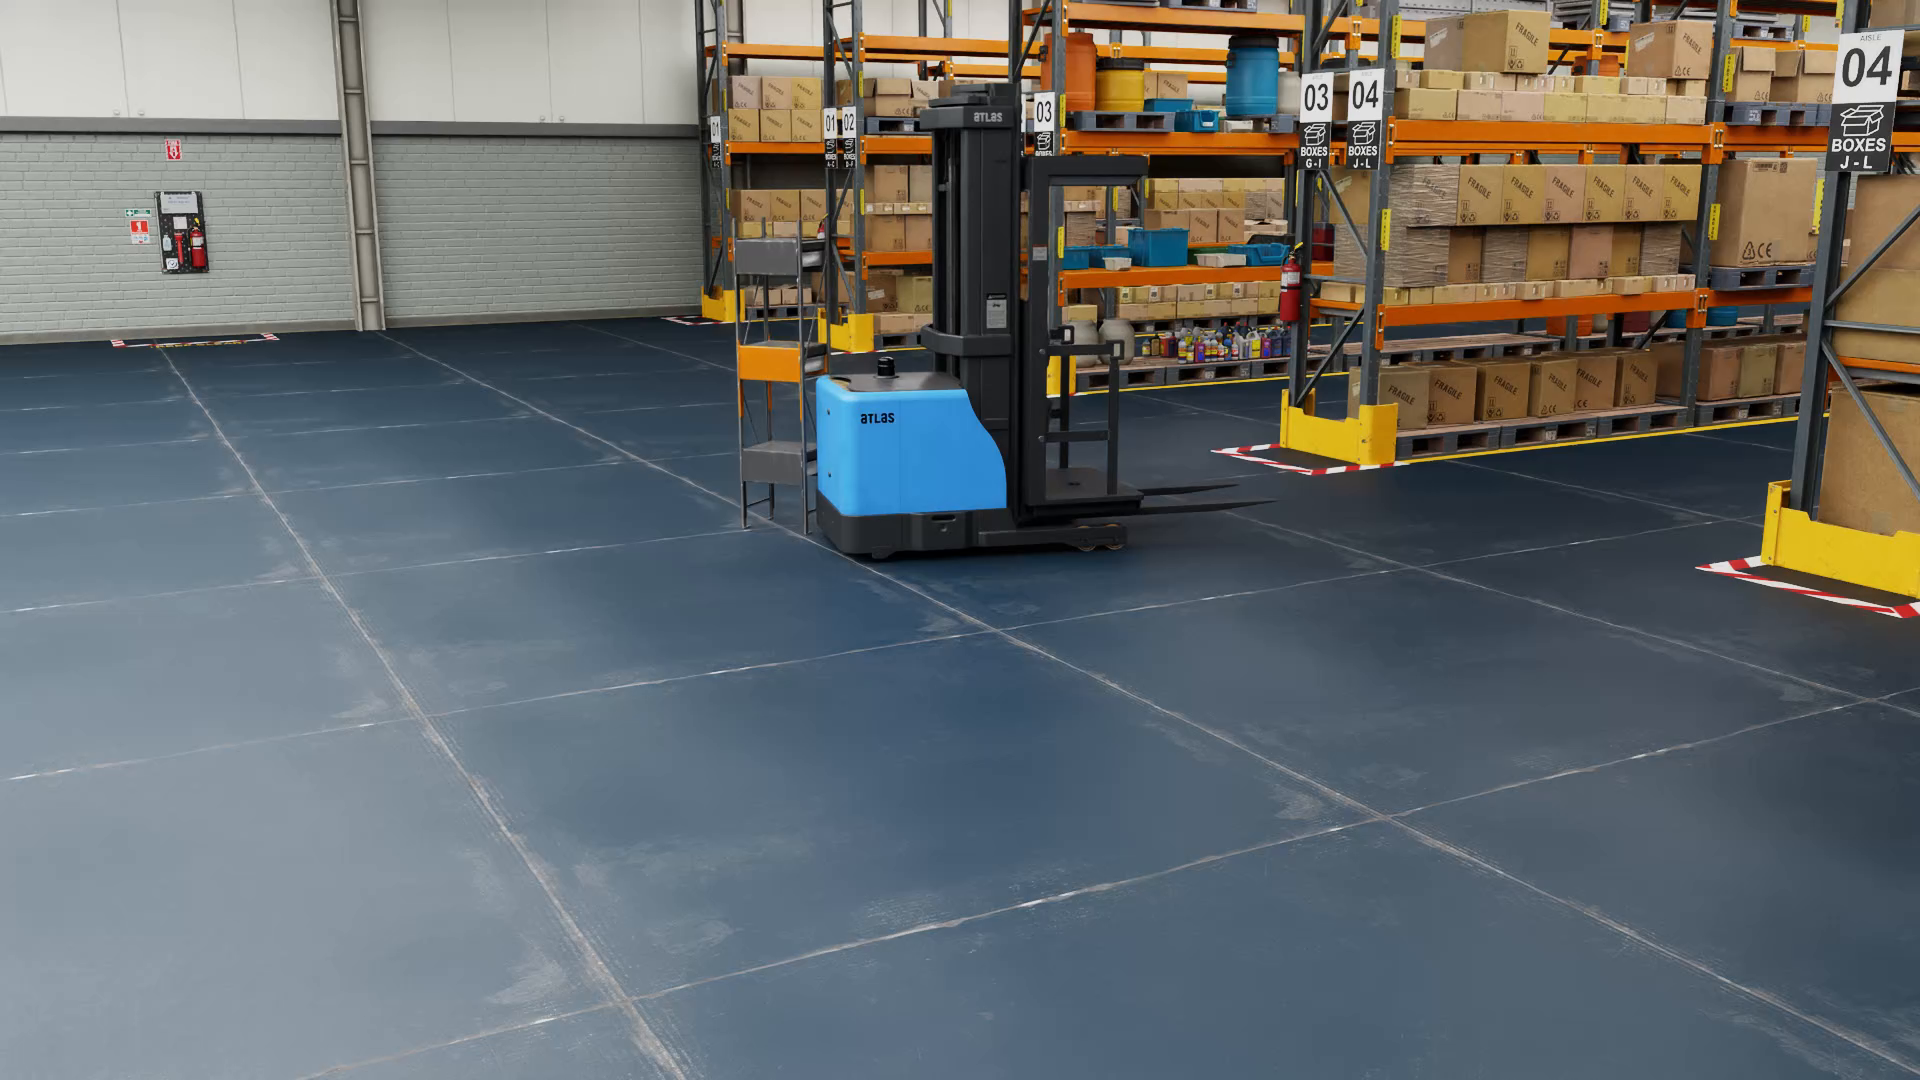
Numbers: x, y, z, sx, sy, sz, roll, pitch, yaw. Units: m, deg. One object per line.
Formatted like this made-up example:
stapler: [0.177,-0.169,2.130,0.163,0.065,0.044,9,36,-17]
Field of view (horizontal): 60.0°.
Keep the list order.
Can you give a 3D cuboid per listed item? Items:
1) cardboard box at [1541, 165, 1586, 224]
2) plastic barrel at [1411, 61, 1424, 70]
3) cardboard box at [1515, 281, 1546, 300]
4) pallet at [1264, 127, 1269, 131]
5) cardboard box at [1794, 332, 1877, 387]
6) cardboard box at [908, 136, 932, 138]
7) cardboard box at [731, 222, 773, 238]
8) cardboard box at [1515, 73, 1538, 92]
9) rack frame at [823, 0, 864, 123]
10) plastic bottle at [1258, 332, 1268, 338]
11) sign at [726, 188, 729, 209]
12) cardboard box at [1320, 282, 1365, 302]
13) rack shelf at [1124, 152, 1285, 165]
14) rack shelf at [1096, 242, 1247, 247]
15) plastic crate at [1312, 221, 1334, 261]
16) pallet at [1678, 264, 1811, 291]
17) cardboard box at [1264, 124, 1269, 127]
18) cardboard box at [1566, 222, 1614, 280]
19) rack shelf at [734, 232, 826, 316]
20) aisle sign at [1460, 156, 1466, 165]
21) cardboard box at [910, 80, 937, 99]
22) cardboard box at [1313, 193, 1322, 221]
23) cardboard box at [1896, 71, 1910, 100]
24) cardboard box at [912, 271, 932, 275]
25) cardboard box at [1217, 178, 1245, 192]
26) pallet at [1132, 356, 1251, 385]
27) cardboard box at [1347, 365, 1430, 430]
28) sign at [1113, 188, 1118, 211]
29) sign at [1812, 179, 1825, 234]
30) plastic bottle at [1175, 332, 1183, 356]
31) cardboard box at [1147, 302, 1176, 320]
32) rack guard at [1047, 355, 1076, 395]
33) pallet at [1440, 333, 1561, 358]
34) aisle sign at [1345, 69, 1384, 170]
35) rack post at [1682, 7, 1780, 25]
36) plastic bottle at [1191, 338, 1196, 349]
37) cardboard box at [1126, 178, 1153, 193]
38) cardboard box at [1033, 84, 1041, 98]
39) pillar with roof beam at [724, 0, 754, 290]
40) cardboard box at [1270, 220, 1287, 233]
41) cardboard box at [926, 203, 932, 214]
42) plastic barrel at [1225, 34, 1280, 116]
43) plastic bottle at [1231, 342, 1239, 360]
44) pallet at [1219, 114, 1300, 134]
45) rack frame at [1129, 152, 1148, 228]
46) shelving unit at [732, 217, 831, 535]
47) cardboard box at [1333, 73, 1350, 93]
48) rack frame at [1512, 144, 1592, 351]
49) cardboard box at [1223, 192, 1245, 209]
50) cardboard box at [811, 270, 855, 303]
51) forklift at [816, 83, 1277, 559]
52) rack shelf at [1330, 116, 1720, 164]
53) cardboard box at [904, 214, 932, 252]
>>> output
cardboard box: [5.122,-3.047,14.635,0.500,0.500,0.500,-7,14,-28]
plastic barrel: [5.821,-5.518,20.825,0.708,0.901,0.600,-7,14,-28]
cardboard box: [4.920,-2.203,14.638,0.250,0.149,0.380,-7,14,-28]
pallet: [3.938,-6.118,25.059,1.213,0.211,1.003,-6,14,-25]
cardboard box: [9.155,-1.904,17.428,0.500,0.500,0.700,-8,15,-33]
cardboard box: [-0.744,-6.908,27.866,0.500,0.500,0.500,-6,14,-26]
cardboard box: [-3.347,-4.993,26.758,0.500,0.250,0.500,-7,15,-29]
cardboard box: [4.703,-3.902,14.216,0.250,0.149,0.380,-8,15,-30]
rack frame: [-1.551,-7.039,21.889,0.127,3.000,1.000,-7,14,-28]
plastic bottle: [3.642,-2.346,19.902,0.135,0.276,0.152,-7,14,-28]
sign: [-3.668,-5.384,26.228,0.005,0.325,0.100,-7,14,-28]
cardboard box: [3.344,-2.149,14.400,0.250,0.149,0.380,-7,14,-28]
rack shelf: [4.850,-7.230,31.212,4.000,0.370,1.077,-7,14,-28]
rack shelf: [3.716,-4.392,25.431,4.000,0.370,1.077,-7,14,-28]
plastic crate: [4.609,-3.719,20.655,0.583,0.464,0.402,-7,14,-28]
pallet: [7.444,-2.582,16.186,1.213,0.211,1.003,-7,14,-28]
cardboard box: [4.648,-6.431,25.407,0.500,0.250,0.500,-6,14,-26]
cardboard box: [5.432,-2.664,15.208,0.500,0.500,0.875,-7,14,-28]
rack shelf: [-1.191,-1.788,11.141,0.480,0.518,0.431,5,14,24]
aisle sign: [10.323,-7.967,33.758,0.004,0.787,0.394,-7,14,-28]
cardboard box: [-0.727,-7.392,27.739,0.500,0.500,0.500,-8,15,-33]
cardboard box: [5.970,-5.295,26.621,0.700,0.500,0.500,11,17,41]
cardboard box: [9.029,-4.596,16.503,0.500,0.500,0.500,-7,14,-27]
cardboard box: [-0.352,-3.563,23.707,0.500,0.500,0.500,-7,14,-28]
cardboard box: [4.970,-6.640,31.124,0.500,0.250,0.500,-7,15,-29]
pallet: [2.649,-2.025,19.628,1.213,0.211,1.003,-7,14,-28]
cardboard box: [3.749,-1.250,14.569,0.500,0.500,0.500,-4,13,-17]
sign: [2.227,-4.887,23.839,0.005,0.325,0.100,-7,14,-28]
sign: [5.232,-2.022,10.086,0.005,0.325,0.100,-7,14,-28]
plastic bottle: [2.577,-2.356,19.948,0.135,0.276,0.152,-7,15,-29]
cardboard box: [2.882,-3.444,24.887,0.500,0.250,0.500,-6,14,-26]
rack guard: [0.863,-1.954,18.654,0.348,0.500,1.175,-7,14,-28]
pallet: [7.143,-2.564,22.021,1.213,0.211,1.003,-7,14,-28]
aisle sign: [3.282,-3.406,13.492,0.004,0.787,0.394,-7,14,-28]
rack post: [10.598,-7.227,22.896,0.954,0.300,0.937,-7,15,-29]
plastic bottle: [2.817,-2.319,19.954,0.097,0.201,0.097,0,13,0]
cardboard box: [3.368,-6.575,30.833,0.500,0.250,0.500,-6,14,-26]
cardboard box: [1.392,-6.316,24.006,0.500,0.500,0.500,-6,14,-23]
pillar with roof beam: [-1.665,-7.403,23.511,0.400,9.000,9.100,-7,14,-28]
cardboard box: [5.131,-4.880,26.164,0.500,0.311,0.500,-6,14,-24]
cardboard box: [-0.431,-4.557,22.822,0.250,0.149,0.380,-7,14,-29]
plastic barrel: [3.405,-5.406,19.370,0.708,0.901,0.600,-7,14,-28]
plastic bottle: [3.216,-2.215,19.493,0.097,0.201,0.097,0,13,0]
pallet: [3.744,-4.854,19.444,1.003,0.211,1.213,-7,14,-28]
rack frame: [3.094,-5.908,30.527,0.127,3.000,1.000,-7,14,-28]
shelving unit: [-1.190,-1.118,11.291,0.503,2.100,0.431,5,14,24]
cardboard box: [3.287,-3.876,14.103,0.250,0.149,0.380,-7,14,-28]
rack frame: [7.841,-3.998,22.044,0.127,3.000,1.000,-7,14,-28]
cardboard box: [4.997,-6.275,31.207,0.500,0.500,0.500,-6,14,-26]
cardboard box: [-2.109,-4.244,27.827,0.500,0.500,0.700,-8,15,-31]
forklift: [0.602,-1.465,10.944,3.031,2.935,1.130,-3,13,-15]
rack shelf: [4.948,-3.525,14.747,4.000,0.370,1.077,-7,14,-28]
cardboard box: [-0.676,-4.263,22.993,0.500,0.500,0.700,-6,14,-26]
